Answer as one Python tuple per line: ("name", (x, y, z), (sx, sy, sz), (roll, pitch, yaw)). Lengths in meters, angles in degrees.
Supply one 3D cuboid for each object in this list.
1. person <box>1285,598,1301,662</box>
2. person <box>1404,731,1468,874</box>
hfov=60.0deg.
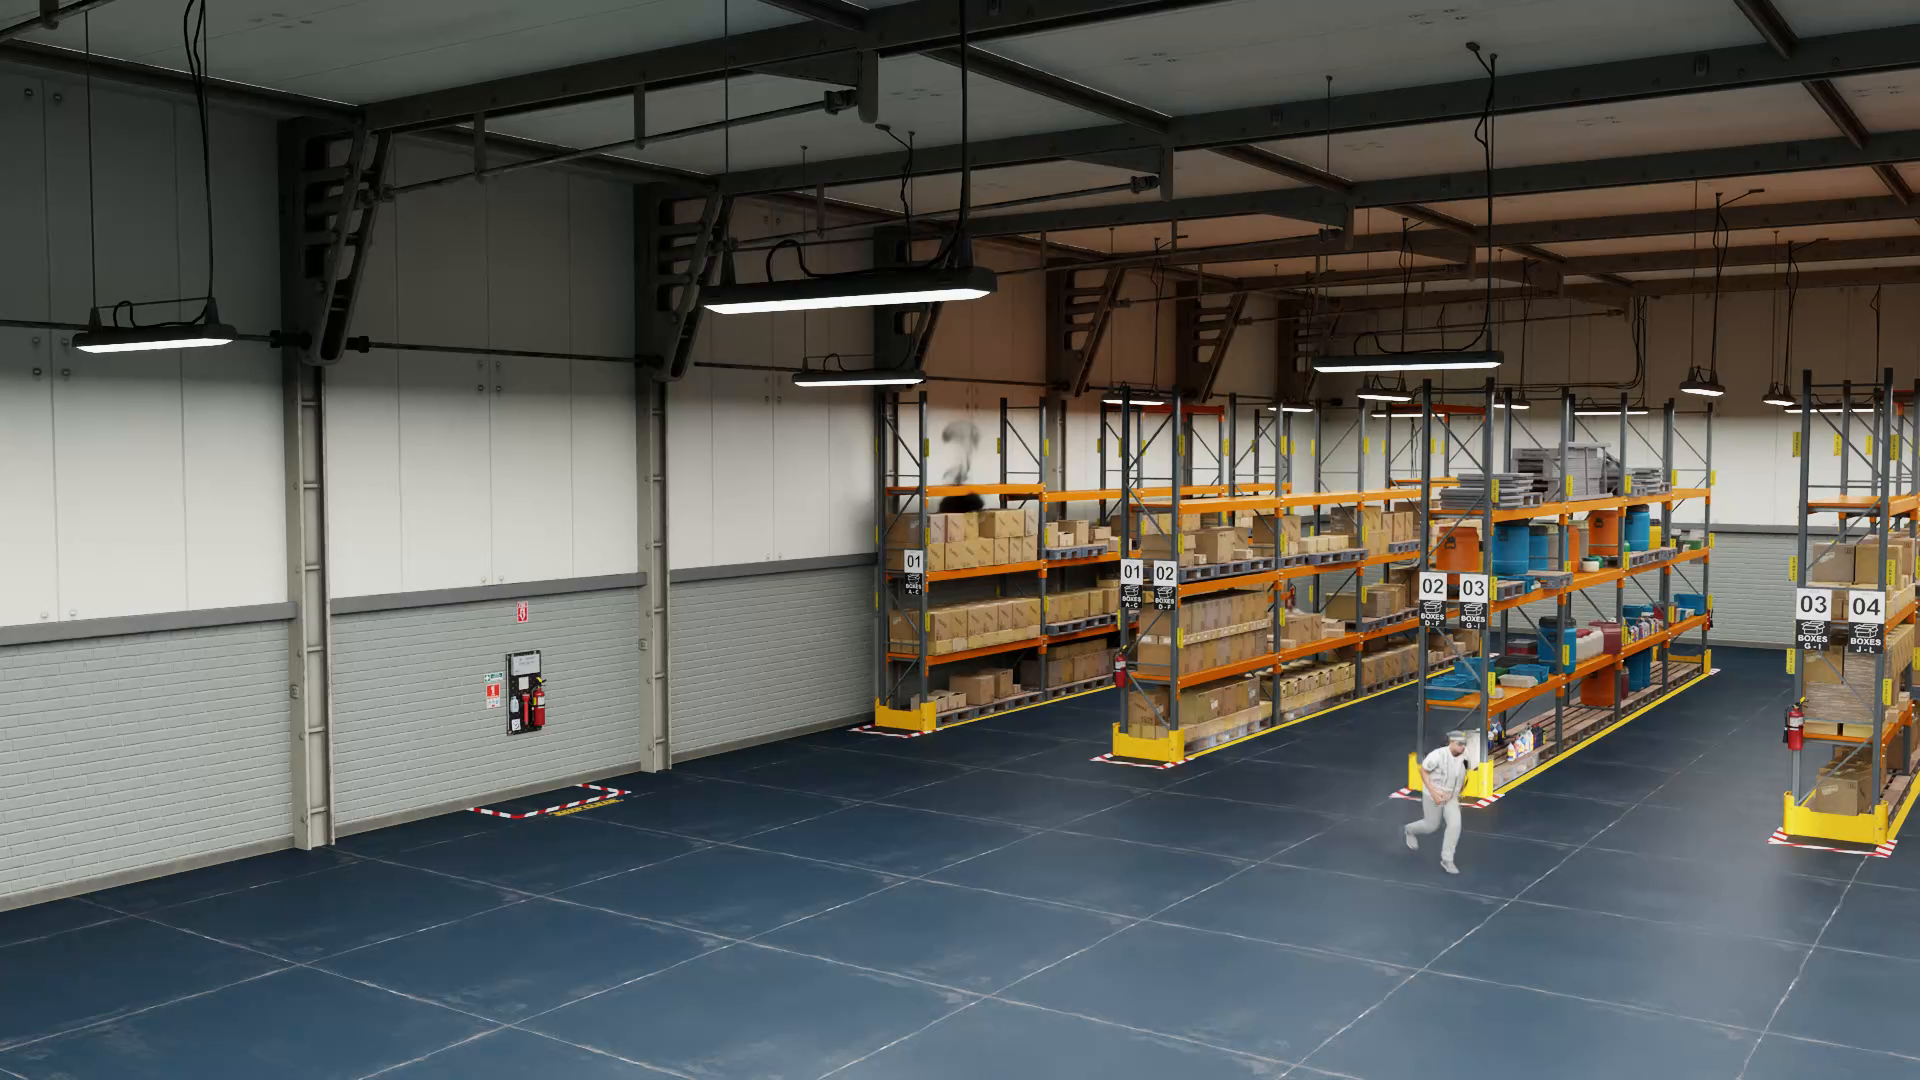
("person", (7.513, 2.118, 37.712), (0.504, 1.571, 0.732), (2, 4, 28))
("person", (5.717, 3.080, 19.944), (0.676, 1.722, 0.970), (-2, 4, -28))
